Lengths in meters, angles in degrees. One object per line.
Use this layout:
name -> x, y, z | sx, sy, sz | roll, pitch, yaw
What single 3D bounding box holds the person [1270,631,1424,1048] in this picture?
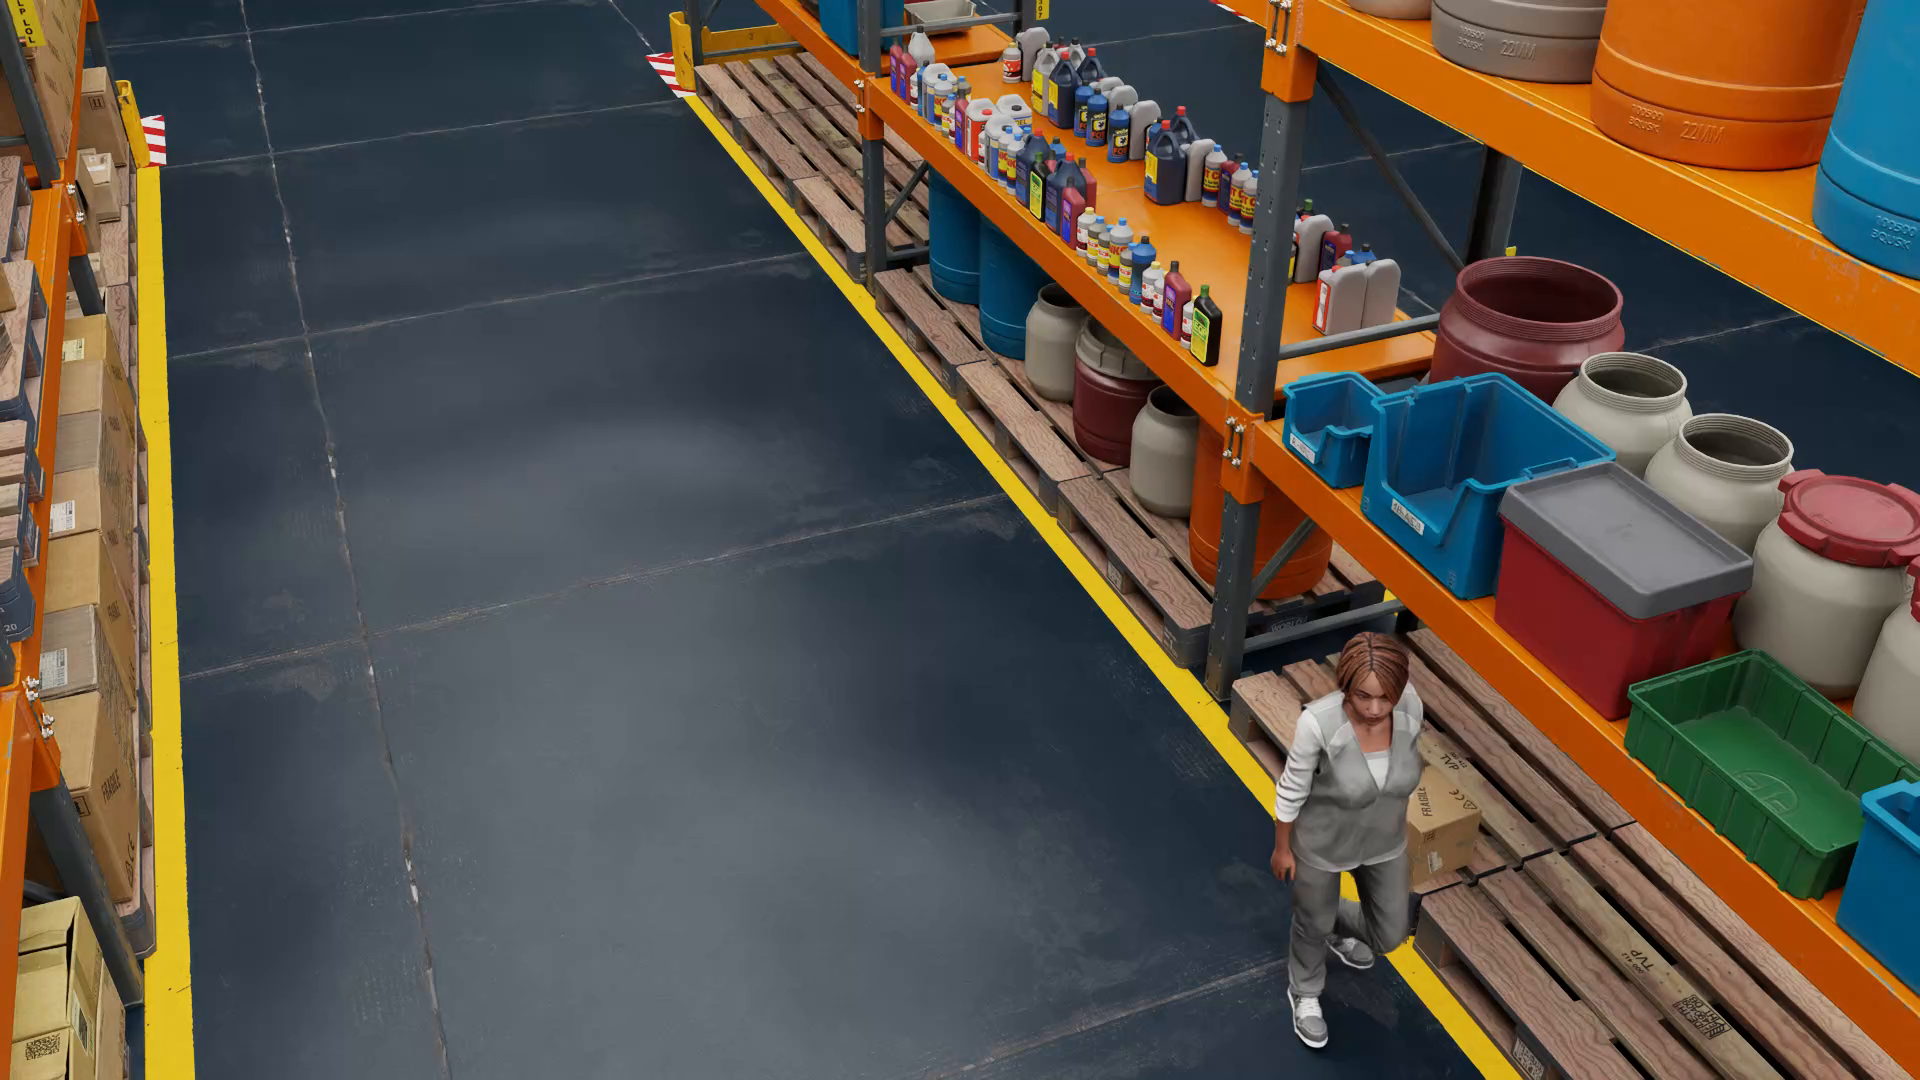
person -> 1.116, 0.847, 4.881 | 0.477, 1.589, 0.470 | -6, 34, -9
